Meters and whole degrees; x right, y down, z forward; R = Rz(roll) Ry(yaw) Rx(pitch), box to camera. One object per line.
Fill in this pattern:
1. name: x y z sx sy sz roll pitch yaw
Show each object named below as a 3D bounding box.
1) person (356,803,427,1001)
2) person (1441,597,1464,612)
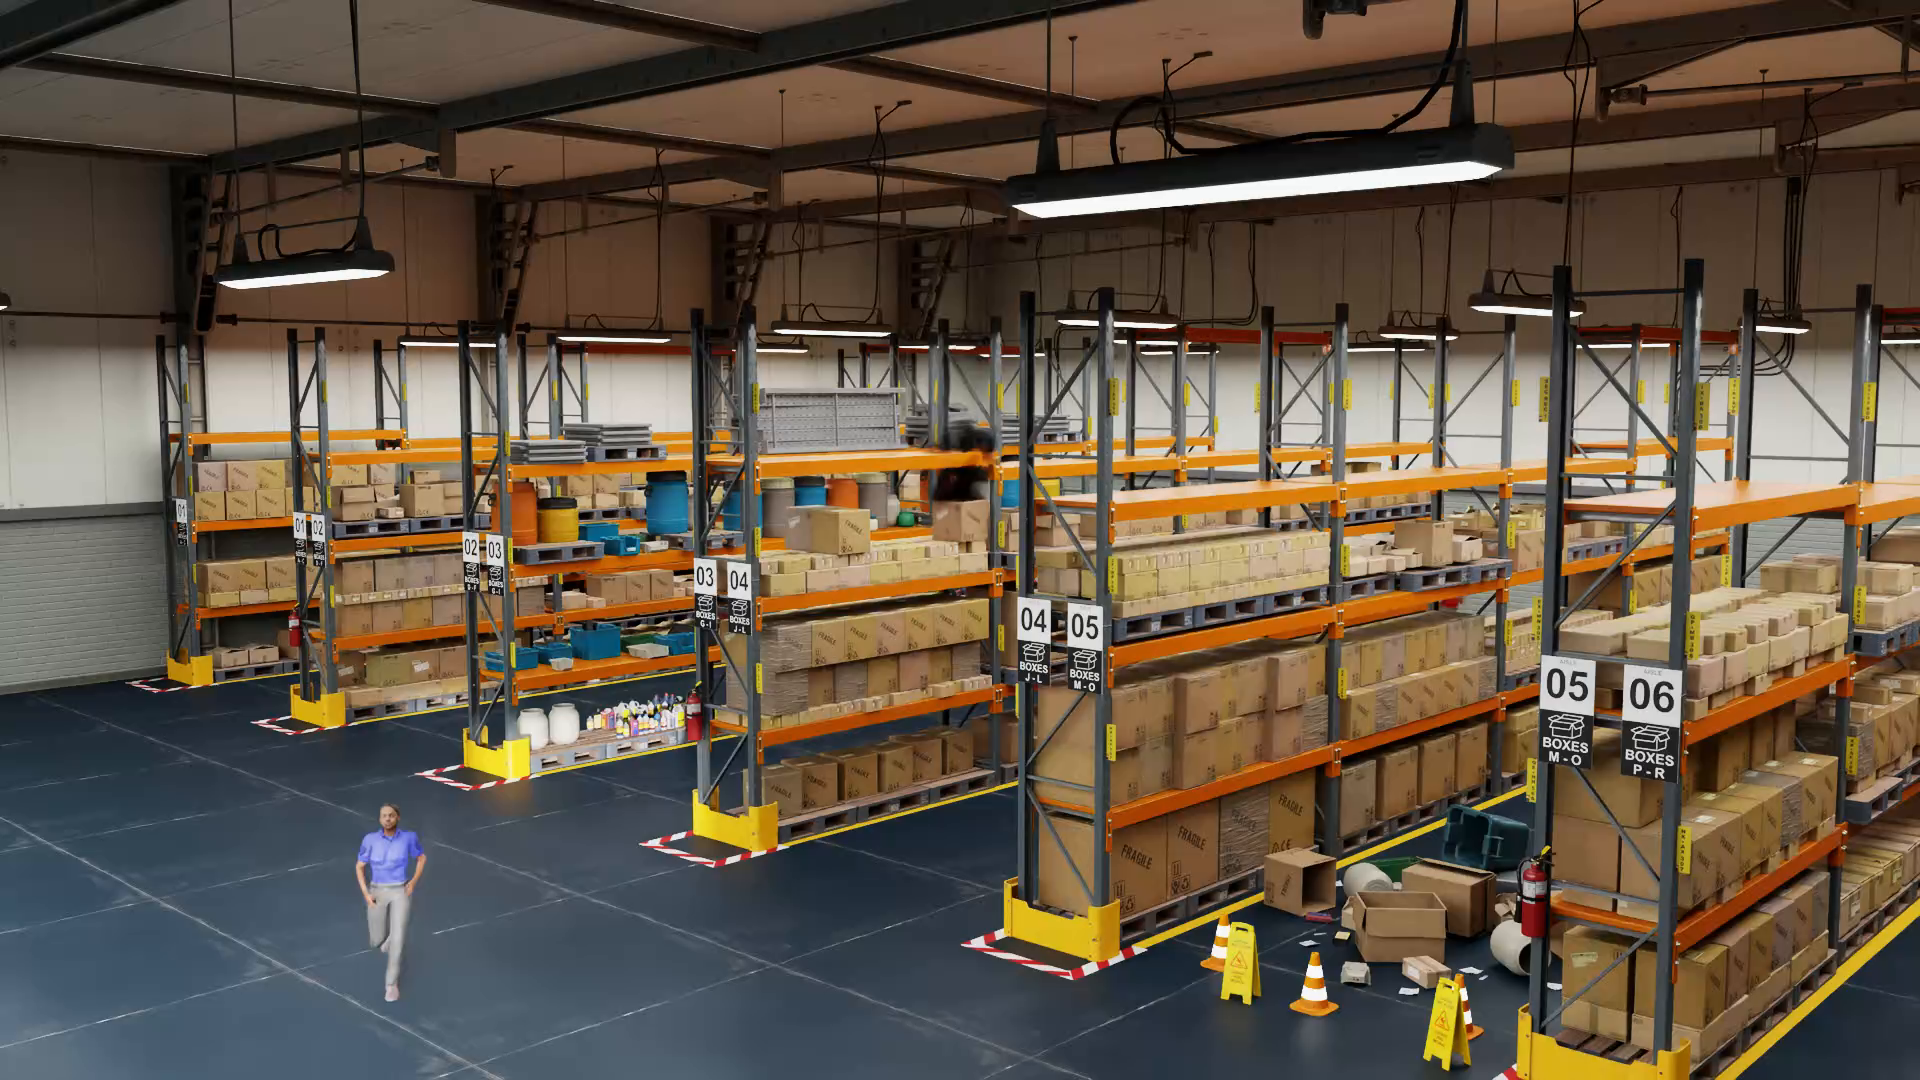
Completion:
1. person: -4.872 3.048 14.269 0.572 1.619 0.803 -1 5 -11
2. person: 9.127 1.391 31.223 0.651 1.731 0.858 -4 6 -33
